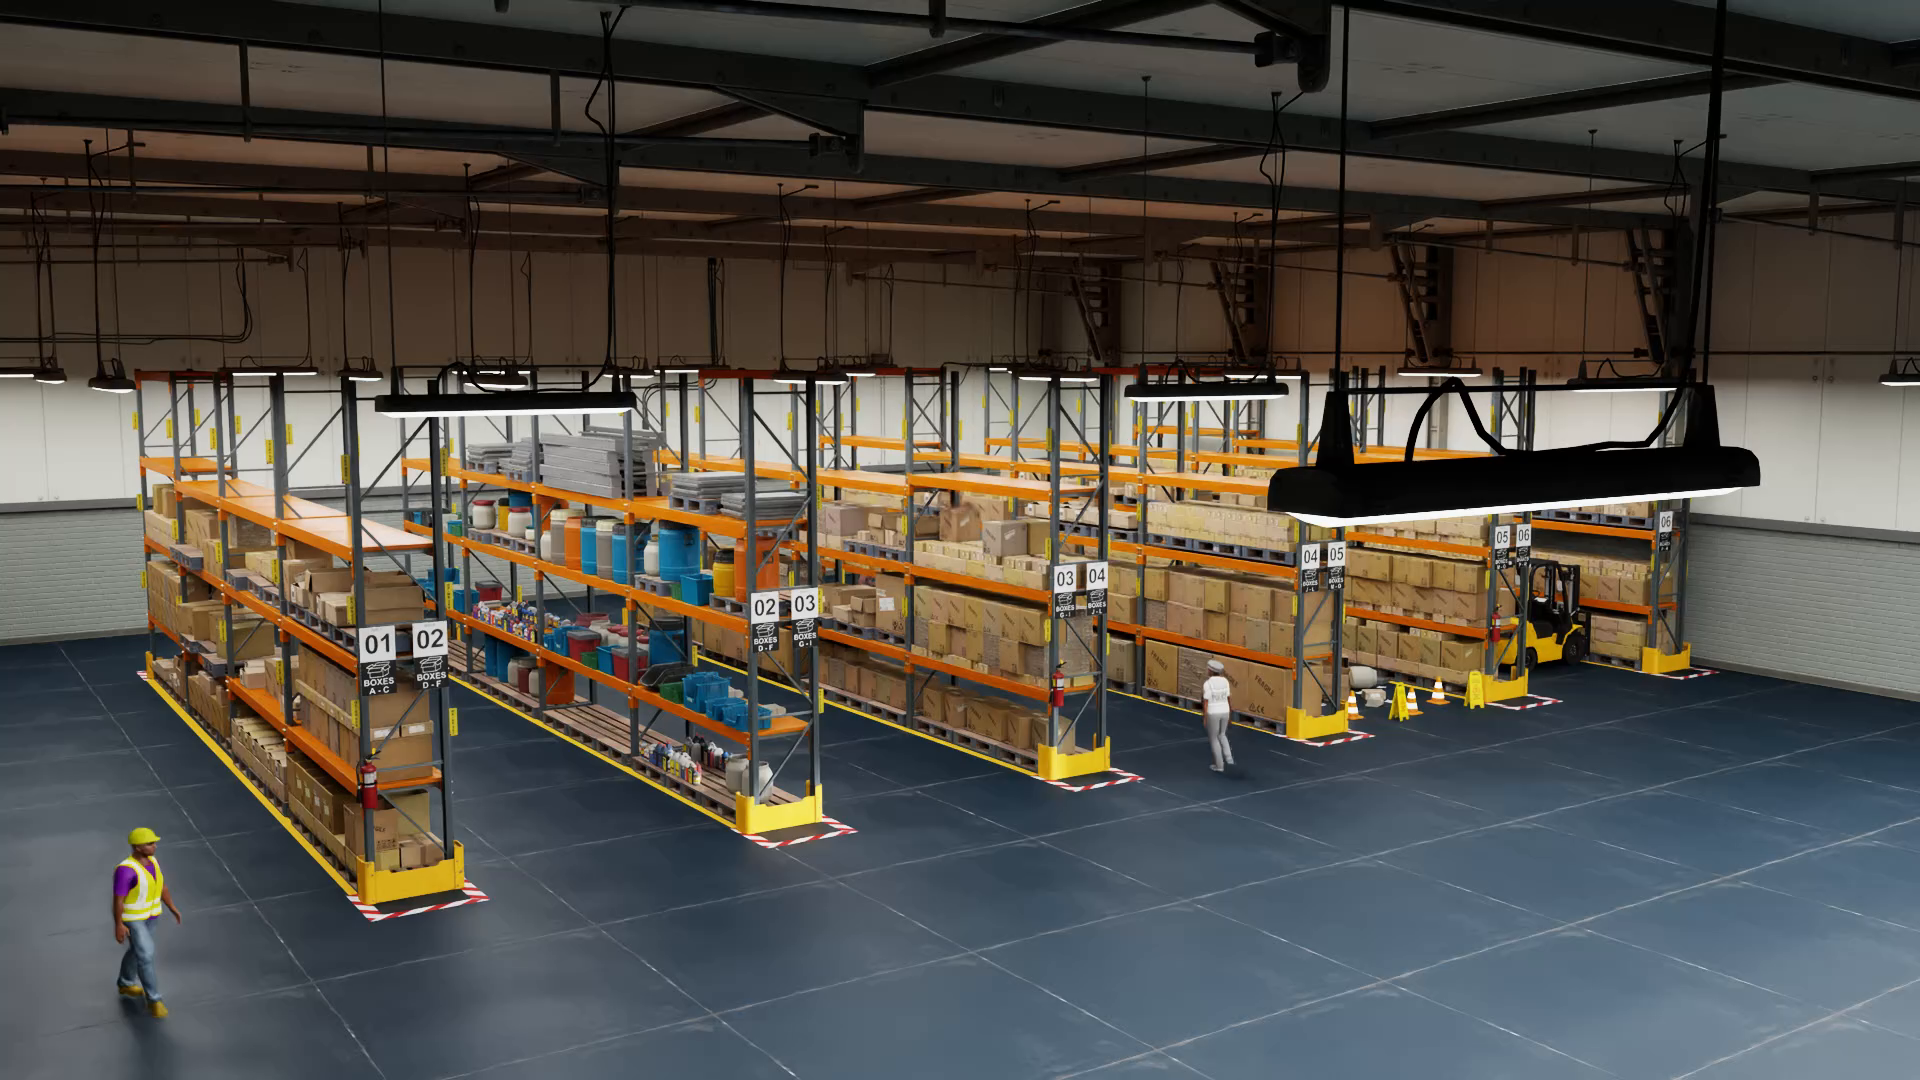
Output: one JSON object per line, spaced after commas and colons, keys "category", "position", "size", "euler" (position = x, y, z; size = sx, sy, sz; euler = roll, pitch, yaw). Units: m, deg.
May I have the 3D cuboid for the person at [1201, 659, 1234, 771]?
{"category": "person", "position": [3.902, 2.652, 25.180], "size": [0.506, 1.681, 0.457], "euler": [-3, 7, -24]}

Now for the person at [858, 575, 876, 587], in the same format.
{"category": "person", "position": [-2.378, 0.721, 42.489], "size": [1.002, 1.626, 0.420], "euler": [-4, 8, -34]}

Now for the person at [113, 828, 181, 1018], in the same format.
{"category": "person", "position": [-7.903, 3.663, 16.093], "size": [0.860, 1.783, 0.653], "euler": [3, 7, 22]}
